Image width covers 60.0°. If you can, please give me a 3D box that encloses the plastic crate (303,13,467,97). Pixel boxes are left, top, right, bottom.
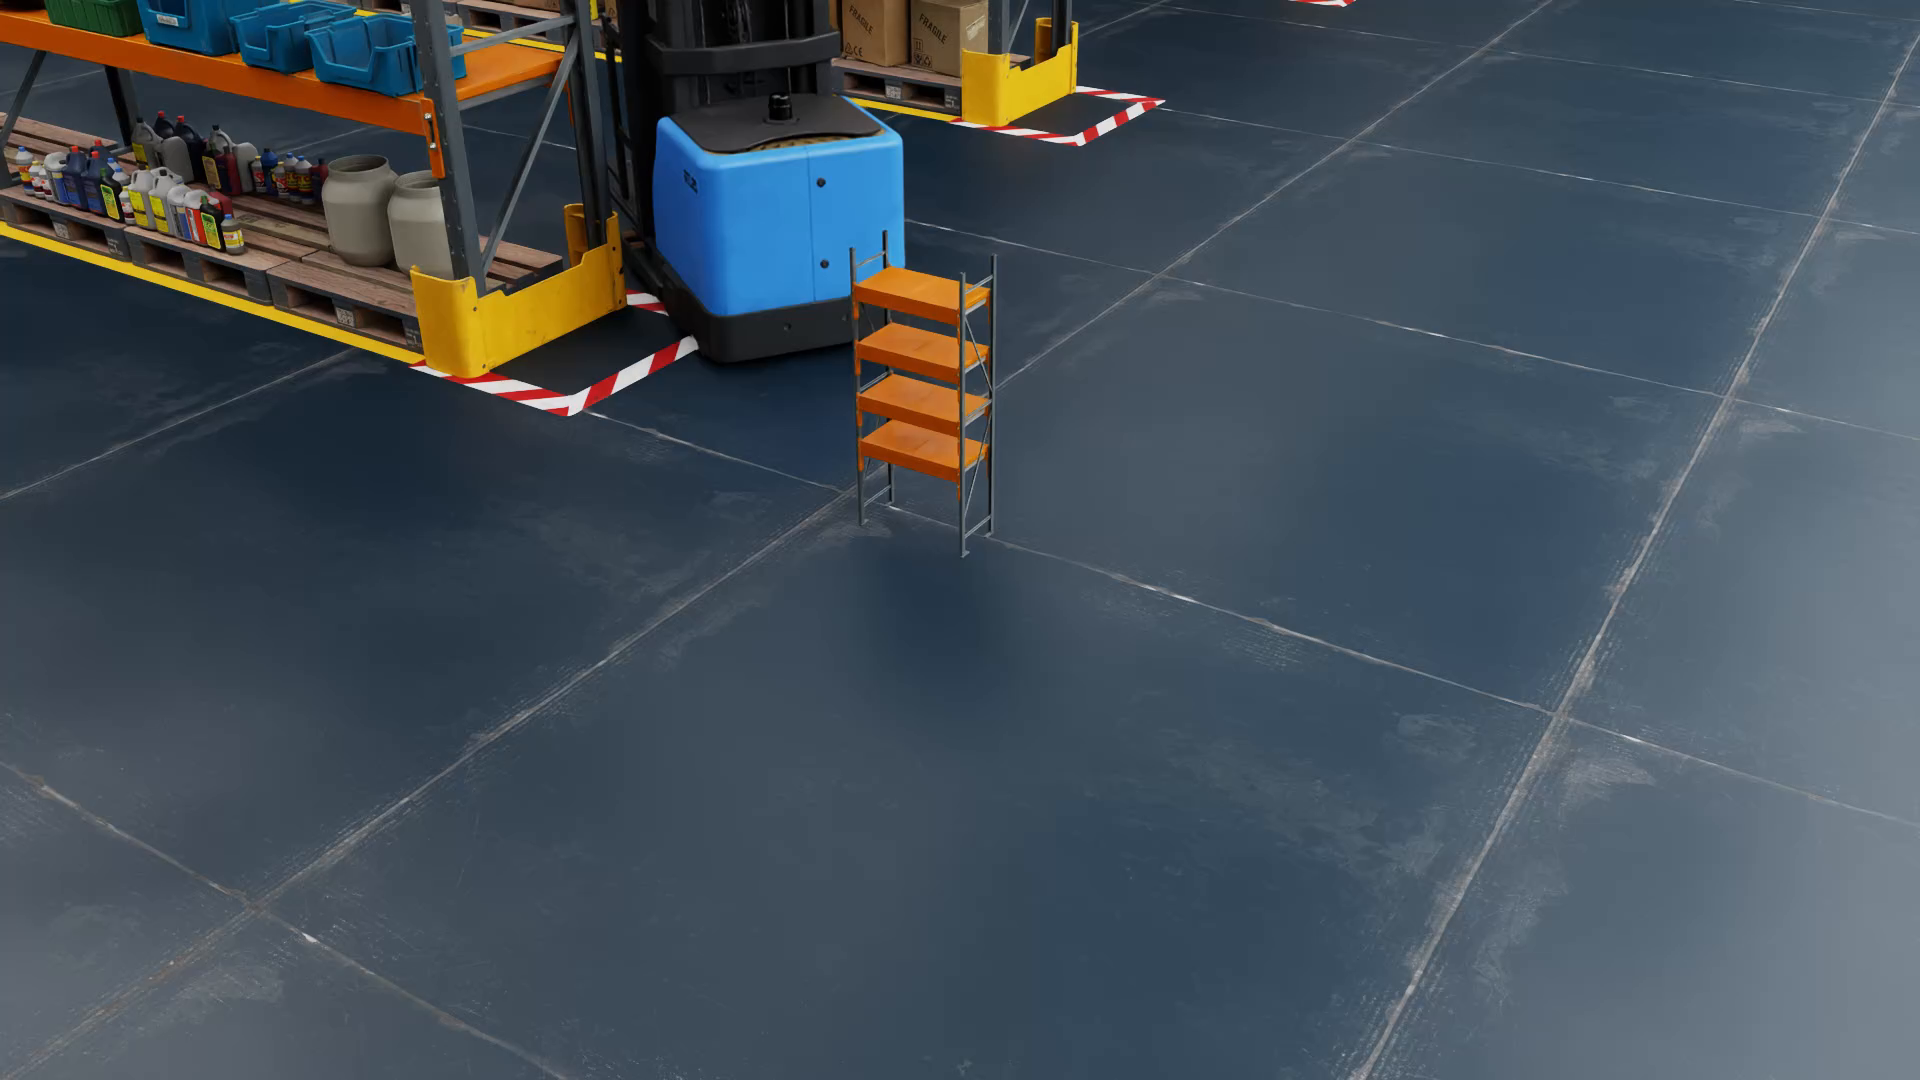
[{"bbox_3d":[-2.708,-2.306,7.873,0.616,0.251,0.499,18,35,27],"label":"plastic crate"}]

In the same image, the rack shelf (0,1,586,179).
[{"bbox_3d":[-3.819,-2.589,8.924,4.000,0.370,1.077,18,35,27],"label":"rack shelf"}]

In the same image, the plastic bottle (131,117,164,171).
[{"bbox_3d":[-4.891,-2.370,10.028,0.185,0.351,0.144,18,35,27],"label":"plastic bottle"}]

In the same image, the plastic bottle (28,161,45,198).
[{"bbox_3d":[-5.390,-2.117,9.742,0.097,0.201,0.097,0,30,0],"label":"plastic bottle"}]

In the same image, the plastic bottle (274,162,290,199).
[{"bbox_3d":[-3.954,-2.109,9.728,0.097,0.201,0.097,0,30,0],"label":"plastic bottle"}]

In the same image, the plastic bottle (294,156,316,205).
[{"bbox_3d":[-3.785,-2.086,9.619,0.097,0.271,0.097,0,30,0],"label":"plastic bottle"}]

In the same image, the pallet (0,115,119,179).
[{"bbox_3d":[-6.199,-2.424,10.696,1.213,0.211,1.003,18,35,27],"label":"pallet"}]

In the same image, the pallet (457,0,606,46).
[{"bbox_3d":[-3.540,-4.553,14.344,1.213,0.211,1.003,18,35,27],"label":"pallet"}]

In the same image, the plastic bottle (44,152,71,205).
[{"bbox_3d":[-5.188,-2.101,9.641,0.135,0.276,0.152,19,35,29],"label":"plastic bottle"}]

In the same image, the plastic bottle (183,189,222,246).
[{"bbox_3d":[-4.112,-1.761,9.059,0.135,0.276,0.152,18,35,28],"label":"plastic bottle"}]

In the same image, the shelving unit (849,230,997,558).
[{"bbox_3d":[-0.140,-0.563,6.524,0.503,1.200,0.258,18,35,27],"label":"shelving unit"}]

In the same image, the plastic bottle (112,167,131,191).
[{"bbox_3d":[-4.745,-1.979,9.437,0.097,0.271,0.097,0,30,0],"label":"plastic bottle"}]

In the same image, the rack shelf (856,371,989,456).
[{"bbox_3d":[-0.140,-0.504,6.558,0.480,0.148,0.258,18,35,27],"label":"rack shelf"}]

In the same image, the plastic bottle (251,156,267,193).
[{"bbox_3d":[-4.128,-2.164,9.823,0.097,0.201,0.097,0,30,0],"label":"plastic bottle"}]

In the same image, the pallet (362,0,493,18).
[{"bbox_3d":[-4.577,-4.879,14.904,1.213,0.211,1.003,18,35,27],"label":"pallet"}]

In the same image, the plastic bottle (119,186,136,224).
[{"bbox_3d":[-4.663,-1.887,9.348,0.097,0.201,0.097,0,30,0],"label":"plastic bottle"}]

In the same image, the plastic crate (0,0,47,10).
[{"bbox_3d":[-5.137,-3.214,9.344,0.504,0.338,0.767,18,35,27],"label":"plastic crate"}]

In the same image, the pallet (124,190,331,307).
[{"bbox_3d":[-3.929,-1.707,9.466,1.213,0.211,1.003,18,35,27],"label":"pallet"}]

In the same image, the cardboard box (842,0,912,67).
[{"bbox_3d":[-0.536,-3.899,12.521,0.500,0.500,0.500,-25,38,-36],"label":"cardboard box"}]

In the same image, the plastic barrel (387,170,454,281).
[{"bbox_3d":[-2.723,-1.614,8.592,0.421,0.512,0.421,0,30,0],"label":"plastic barrel"}]

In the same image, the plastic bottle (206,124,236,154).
[{"bbox_3d":[-4.378,-2.294,9.897,0.185,0.351,0.144,17,34,27],"label":"plastic bottle"}]

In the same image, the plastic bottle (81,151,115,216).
[{"bbox_3d":[-4.890,-2.037,9.457,0.185,0.351,0.144,16,34,25],"label":"plastic bottle"}]

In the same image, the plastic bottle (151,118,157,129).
[{"bbox_3d":[-4.930,-2.464,10.256,0.133,0.283,0.061,19,35,30],"label":"plastic bottle"}]

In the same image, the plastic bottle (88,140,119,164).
[{"bbox_3d":[-4.973,-2.149,9.649,0.185,0.351,0.144,18,35,27],"label":"plastic bottle"}]

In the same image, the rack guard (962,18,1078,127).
[{"bbox_3d":[0.444,-3.418,12.113,0.348,0.500,1.175,18,35,27],"label":"rack guard"}]

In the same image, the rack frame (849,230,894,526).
[{"bbox_3d":[-0.347,-0.628,6.636,0.015,1.200,0.240,18,35,27],"label":"rack frame"}]

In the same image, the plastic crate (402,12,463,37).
[{"bbox_3d":[-2.712,-2.627,8.537,0.250,0.136,0.298,18,35,27],"label":"plastic crate"}]

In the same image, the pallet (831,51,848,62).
[{"bbox_3d":[-1.255,-3.853,13.146,1.213,0.211,1.003,18,35,27],"label":"pallet"}]

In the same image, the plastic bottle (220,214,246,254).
[{"bbox_3d":[-3.913,-1.650,8.942,0.097,0.201,0.097,0,30,0],"label":"plastic bottle"}]

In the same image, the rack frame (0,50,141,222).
[{"bbox_3d":[-5.513,-3.435,9.661,0.127,3.000,1.000,18,35,27],"label":"rack frame"}]

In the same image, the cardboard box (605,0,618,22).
[{"bbox_3d":[-2.562,-4.527,13.596,0.500,0.500,0.500,16,34,26],"label":"cardboard box"}]

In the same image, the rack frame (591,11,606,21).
[{"bbox_3d":[-2.880,-5.549,13.285,0.127,3.000,1.000,18,35,27],"label":"rack frame"}]

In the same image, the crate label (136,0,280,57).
[{"bbox_3d":[-3.828,-2.756,8.463,0.616,0.435,0.502,18,35,27],"label":"crate label"}]

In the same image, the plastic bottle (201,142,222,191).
[{"bbox_3d":[-4.411,-2.214,9.827,0.133,0.283,0.061,18,35,27],"label":"plastic bottle"}]

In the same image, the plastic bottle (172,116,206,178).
[{"bbox_3d":[-4.652,-2.380,10.045,0.185,0.351,0.144,16,34,25],"label":"plastic bottle"}]

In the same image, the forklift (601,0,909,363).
[{"bbox_3d":[-1.317,-2.853,8.732,1.130,2.935,3.031,-13,33,-20],"label":"forklift"}]

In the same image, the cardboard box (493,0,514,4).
[{"bbox_3d":[-3.782,-4.969,14.334,0.500,0.500,0.700,17,34,27],"label":"cardboard box"}]

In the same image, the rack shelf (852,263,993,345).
[{"bbox_3d":[-0.140,-0.902,6.326,0.480,0.148,0.258,18,35,27],"label":"rack shelf"}]

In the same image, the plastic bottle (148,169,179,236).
[{"bbox_3d":[-4.372,-1.873,9.177,0.185,0.351,0.144,19,35,29],"label":"plastic bottle"}]
